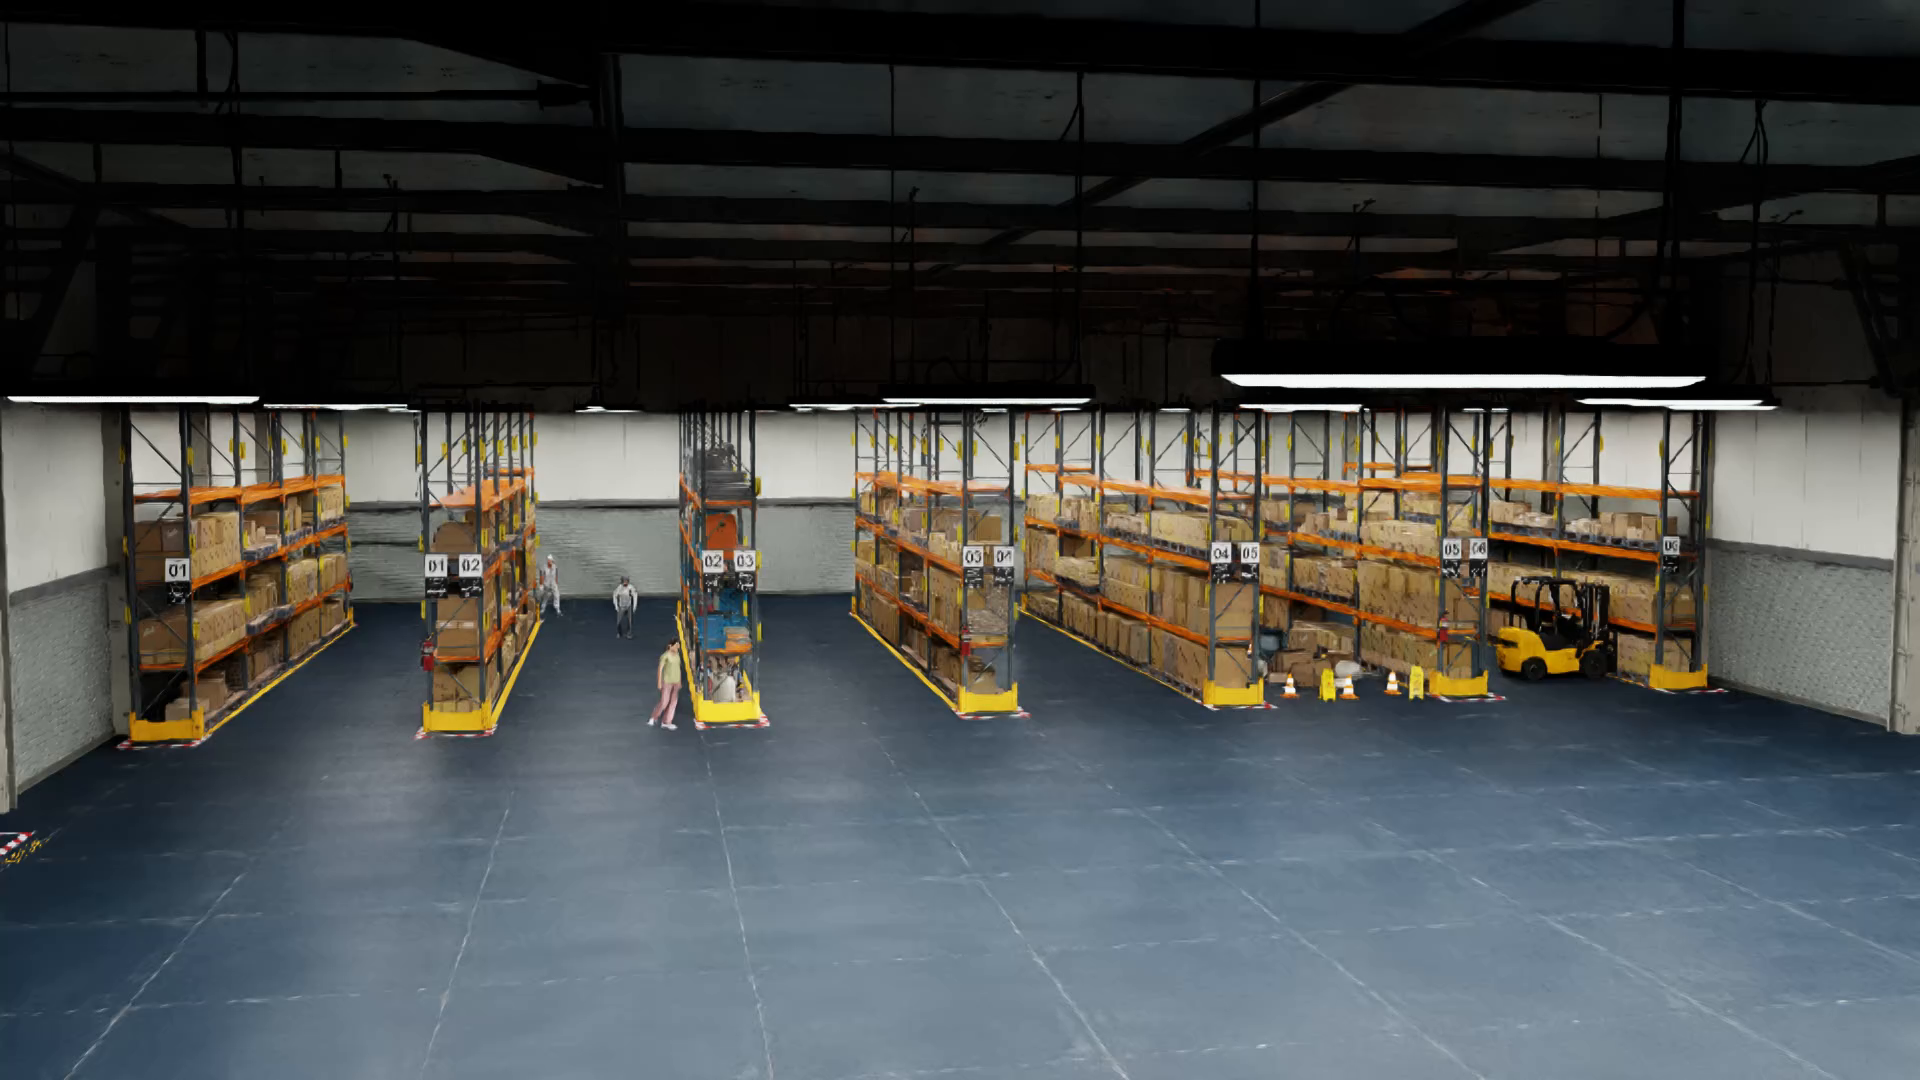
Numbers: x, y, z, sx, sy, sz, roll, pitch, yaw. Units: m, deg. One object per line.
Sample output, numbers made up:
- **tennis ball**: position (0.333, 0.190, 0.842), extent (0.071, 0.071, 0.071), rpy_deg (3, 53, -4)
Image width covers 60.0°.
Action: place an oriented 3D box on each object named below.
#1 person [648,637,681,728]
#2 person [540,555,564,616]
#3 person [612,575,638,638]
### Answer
- **person**: position (-5.391, 2.610, 30.378), extent (0.477, 1.652, 0.636), rpy_deg (4, 6, 41)
- **person**: position (-11.677, 1.288, 47.351), extent (0.596, 1.746, 0.968), rpy_deg (-3, 5, -34)
- **person**: position (-8.581, 1.700, 42.638), extent (0.639, 1.632, 0.512), rpy_deg (-1, 4, -13)
